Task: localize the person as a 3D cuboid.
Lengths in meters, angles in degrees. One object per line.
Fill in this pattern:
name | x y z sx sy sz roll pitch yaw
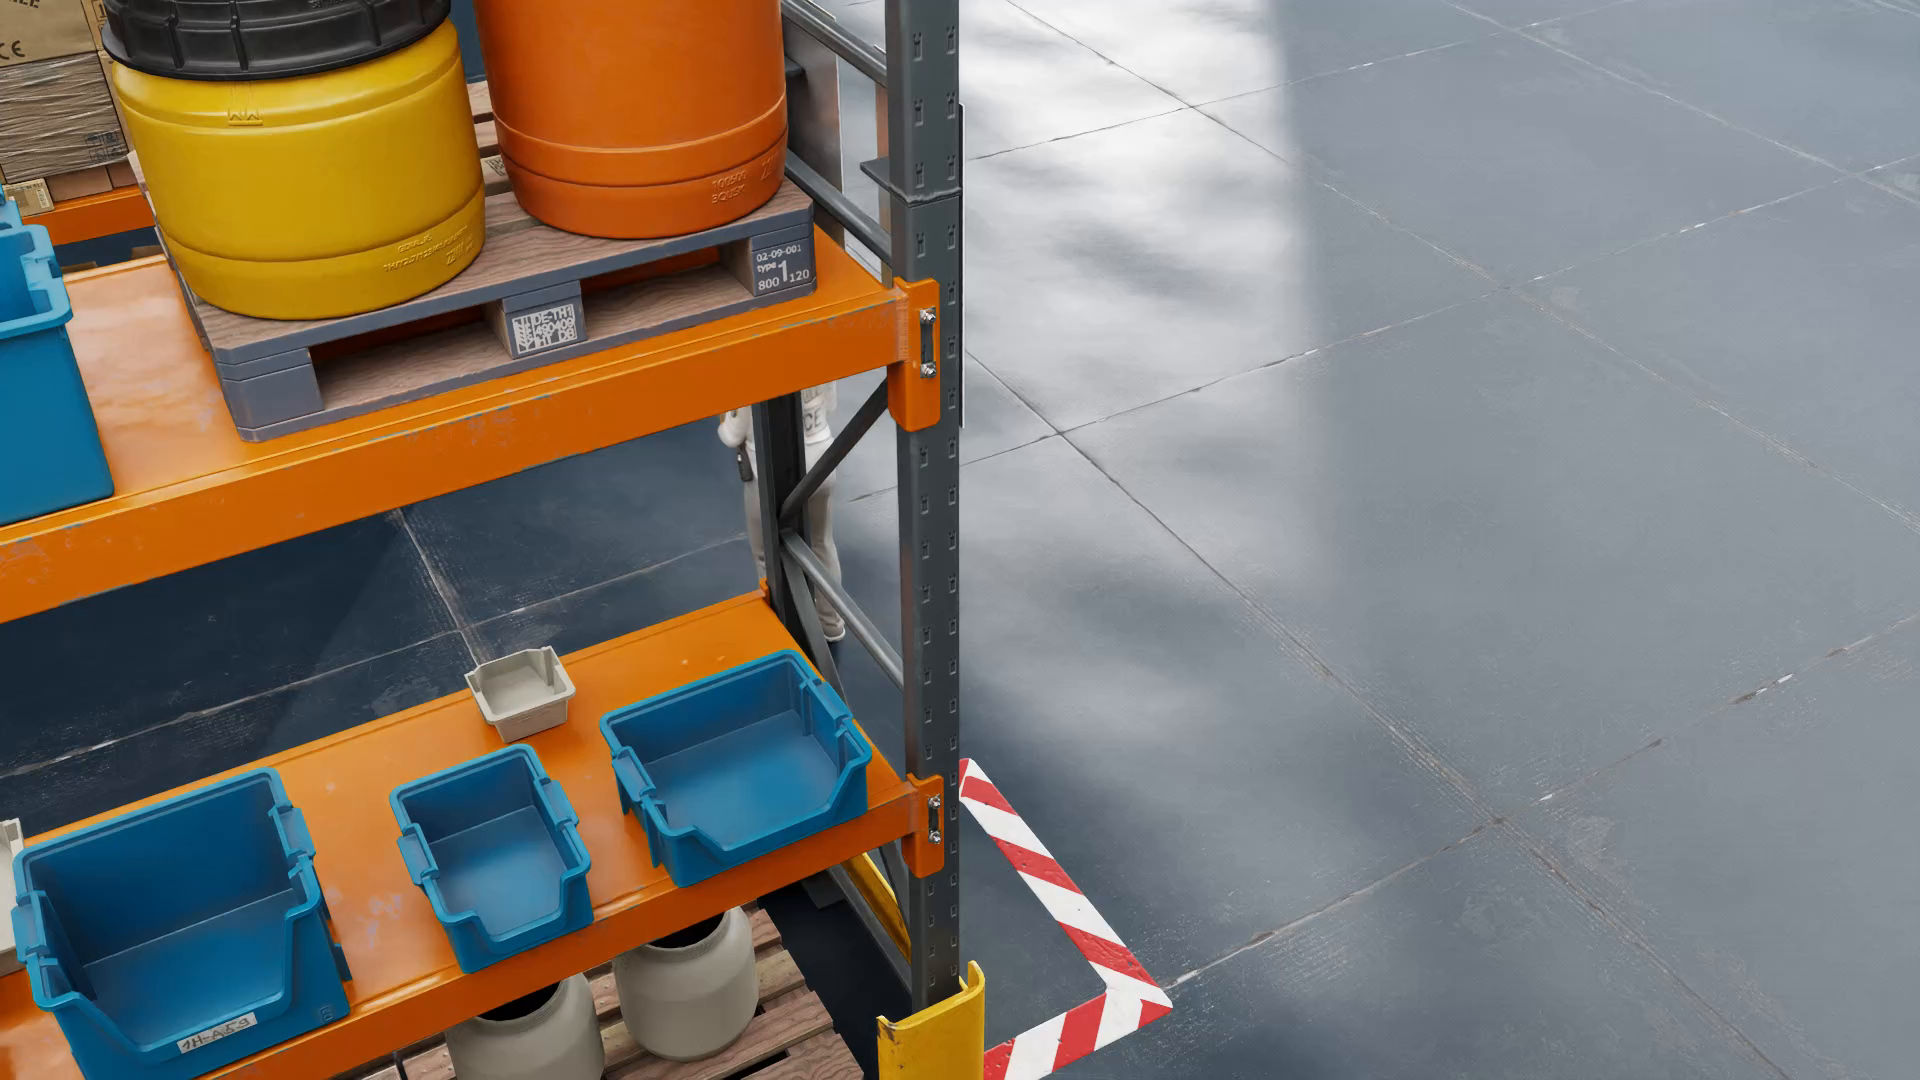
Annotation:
person | -0.700 -0.295 6.519 0.460 1.686 0.557 -19 41 -23
